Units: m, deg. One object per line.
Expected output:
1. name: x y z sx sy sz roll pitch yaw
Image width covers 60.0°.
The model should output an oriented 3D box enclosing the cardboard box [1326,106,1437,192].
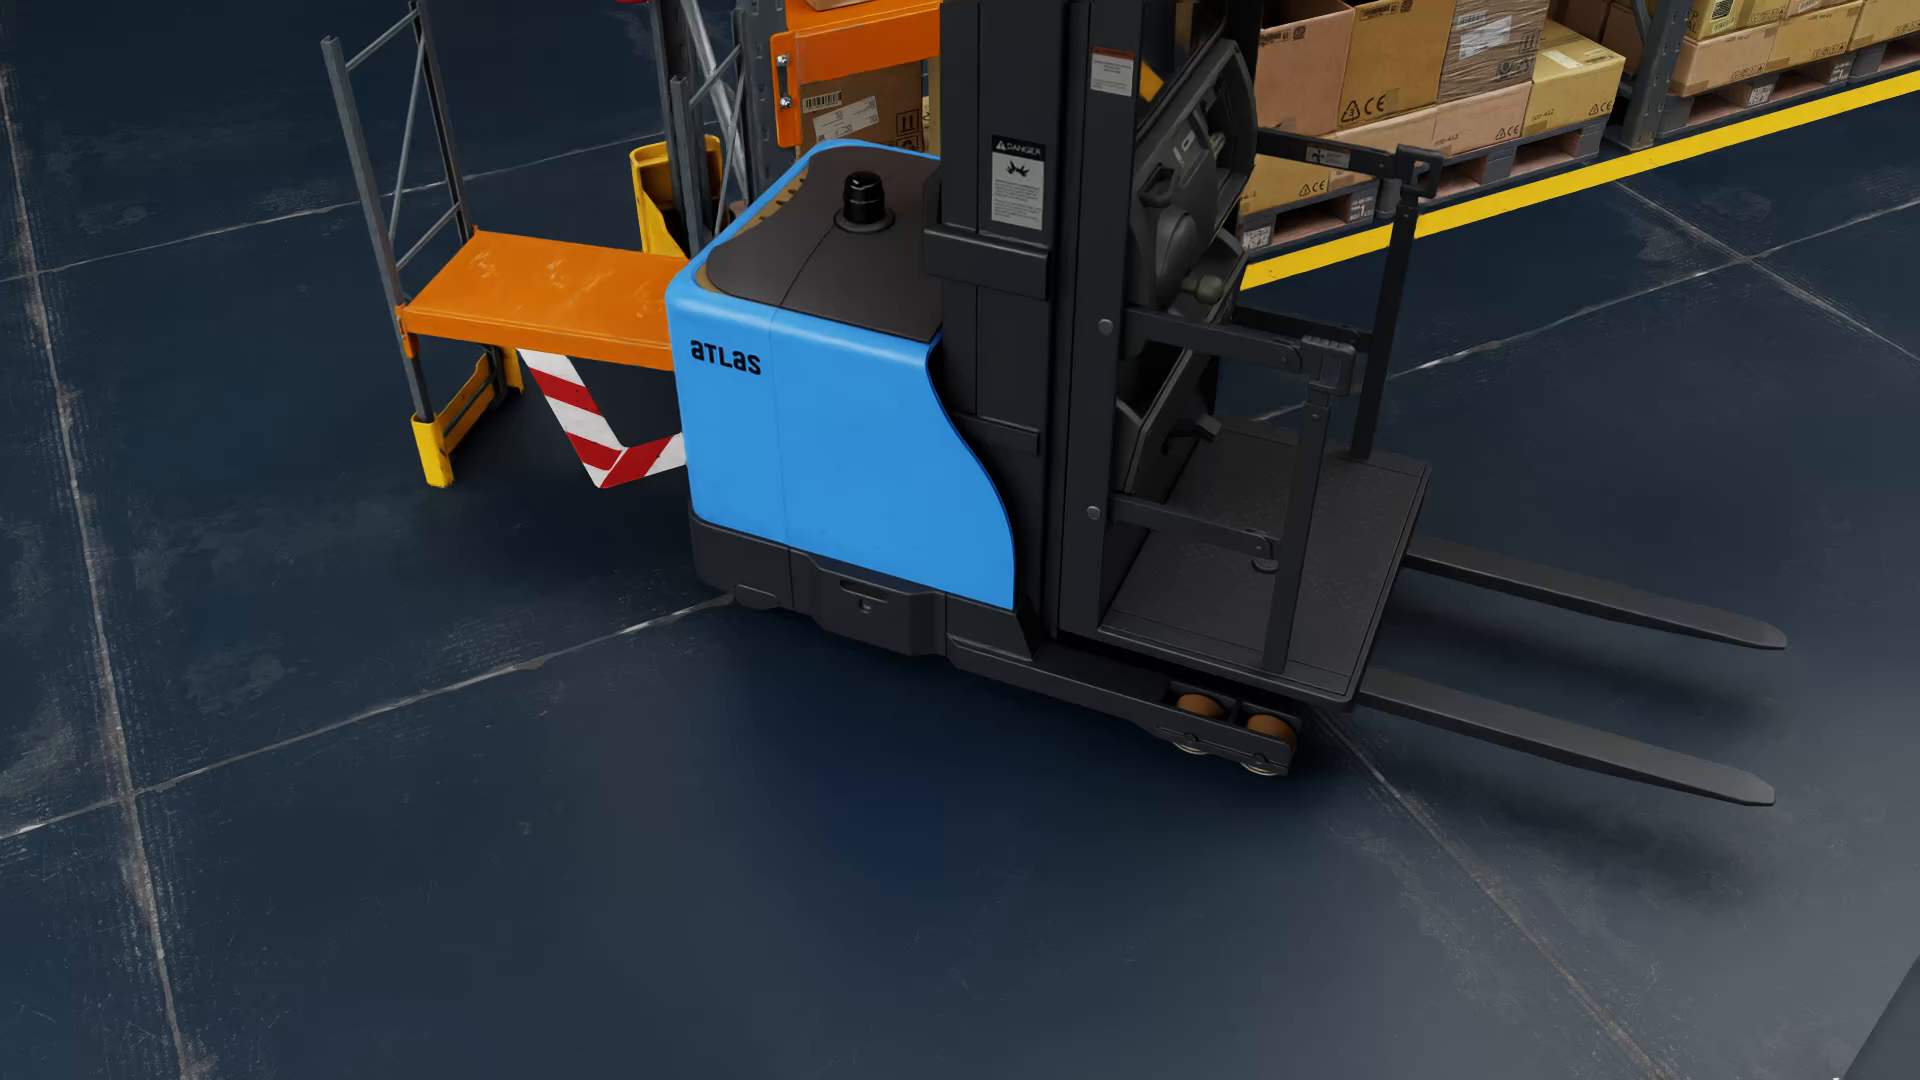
1. cardboard box: 1.549 -1.675 6.710 0.500 0.250 0.500 -19 44 -21

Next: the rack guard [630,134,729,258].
1. rack guard: -0.825 -0.974 6.014 0.348 0.500 1.175 -19 44 -21

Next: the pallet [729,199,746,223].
1. pallet: -0.145 -1.123 6.413 1.213 0.211 1.003 -19 44 -21

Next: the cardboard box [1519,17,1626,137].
1. cardboard box: 2.434 -1.976 7.066 0.500 0.250 0.500 -19 44 -21

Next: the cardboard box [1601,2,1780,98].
1. cardboard box: 3.216 -2.218 7.352 0.500 0.250 0.500 -20 44 -22

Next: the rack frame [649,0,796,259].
1. rack frame: -0.804 -1.935 5.214 0.127 3.000 1.000 -19 44 -21

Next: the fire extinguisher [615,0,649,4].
1. fire extinguisher: -1.123 -2.137 5.512 0.183 0.674 0.296 -19 44 -21

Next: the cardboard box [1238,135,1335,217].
1. cardboard box: 1.106 -1.525 6.533 0.500 0.250 0.500 -19 44 -21

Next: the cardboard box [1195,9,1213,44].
1. cardboard box: 0.655 -1.672 6.126 0.500 0.500 0.500 -19 44 -21

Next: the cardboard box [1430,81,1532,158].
1. cardboard box: 1.986 -1.833 6.896 0.500 0.250 0.500 -19 44 -21

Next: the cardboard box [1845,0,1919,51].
1. cardboard box: 4.128 -2.526 7.716 0.500 0.250 0.500 -20 44 -22

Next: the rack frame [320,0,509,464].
1. rack frame: -1.668 -0.939 5.199 0.032 1.500 0.500 9 41 11

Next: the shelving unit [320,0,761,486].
1. shelving unit: -1.166 -0.857 5.101 1.083 1.500 0.587 9 41 11

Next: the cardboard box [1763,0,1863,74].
1. cardboard box: 3.670 -2.370 7.531 0.500 0.250 0.500 -18 43 -20

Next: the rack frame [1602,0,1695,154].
1. rack frame: 2.744 -3.129 6.625 0.127 3.000 1.000 -19 44 -21

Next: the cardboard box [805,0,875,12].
1. cardboard box: -0.384 -2.105 5.338 0.500 0.500 0.700 -19 44 -21

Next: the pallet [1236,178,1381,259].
1. pallet: 0.936 -1.485 6.840 1.213 0.211 1.003 -19 44 -21

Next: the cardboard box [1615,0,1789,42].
1. cardboard box: 3.226 -2.434 7.173 0.500 0.311 0.500 -18 44 -20

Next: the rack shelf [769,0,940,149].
1. rack shelf: 0.970 -2.257 6.152 4.000 0.370 1.077 -19 44 -21

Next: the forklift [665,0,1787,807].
1. forklift: 0.763 -0.875 4.015 3.031 2.935 1.130 16 43 18

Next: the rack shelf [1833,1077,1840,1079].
1. rack shelf: 3.255 0.582 2.798 4.000 0.370 1.077 -19 44 -21

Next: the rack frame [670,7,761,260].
1. rack frame: -0.683 -0.778 5.008 0.032 1.500 0.500 9 41 11

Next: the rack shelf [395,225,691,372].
1. rack shelf: -1.175 -0.721 5.219 1.000 0.185 0.538 9 41 11

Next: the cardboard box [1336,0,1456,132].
1. cardboard box: 1.543 -1.968 6.476 0.500 0.500 0.500 -19 44 -21

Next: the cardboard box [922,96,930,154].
1. cardboard box: -0.027 -1.531 6.541 0.500 0.250 0.500 -19 44 -21

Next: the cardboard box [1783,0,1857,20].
1. cardboard box: 3.672 -2.581 7.346 0.500 0.311 0.500 -19 44 -21

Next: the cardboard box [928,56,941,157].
1. cardboard box: 0.217 -1.515 5.941 0.500 0.500 0.500 -19 44 -21

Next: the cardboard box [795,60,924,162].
1. cardboard box: -0.465 -1.663 6.115 0.500 0.500 0.500 -19 44 -21

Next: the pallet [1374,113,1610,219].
1. pallet: 2.019 -1.851 7.274 1.213 0.211 1.003 -19 44 -21

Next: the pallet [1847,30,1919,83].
1. pallet: 4.463 -2.674 8.245 1.213 0.211 1.003 -19 44 -21

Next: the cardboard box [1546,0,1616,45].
1. cardboard box: 2.978 -2.530 7.720 0.500 0.250 0.500 -19 44 -21

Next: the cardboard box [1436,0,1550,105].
1. cardboard box: 1.985 -2.120 6.655 0.500 0.500 0.500 -19 44 -21

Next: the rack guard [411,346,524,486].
1. rack guard: -1.649 -0.459 5.599 0.087 0.250 0.587 9 41 11

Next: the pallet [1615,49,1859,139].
1. pallet: 3.379 -2.307 7.812 1.213 0.211 1.003 -19 44 -21

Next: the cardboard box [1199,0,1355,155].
1. cardboard box: 1.106 -1.811 6.290 0.500 0.500 0.500 -19 44 -21
